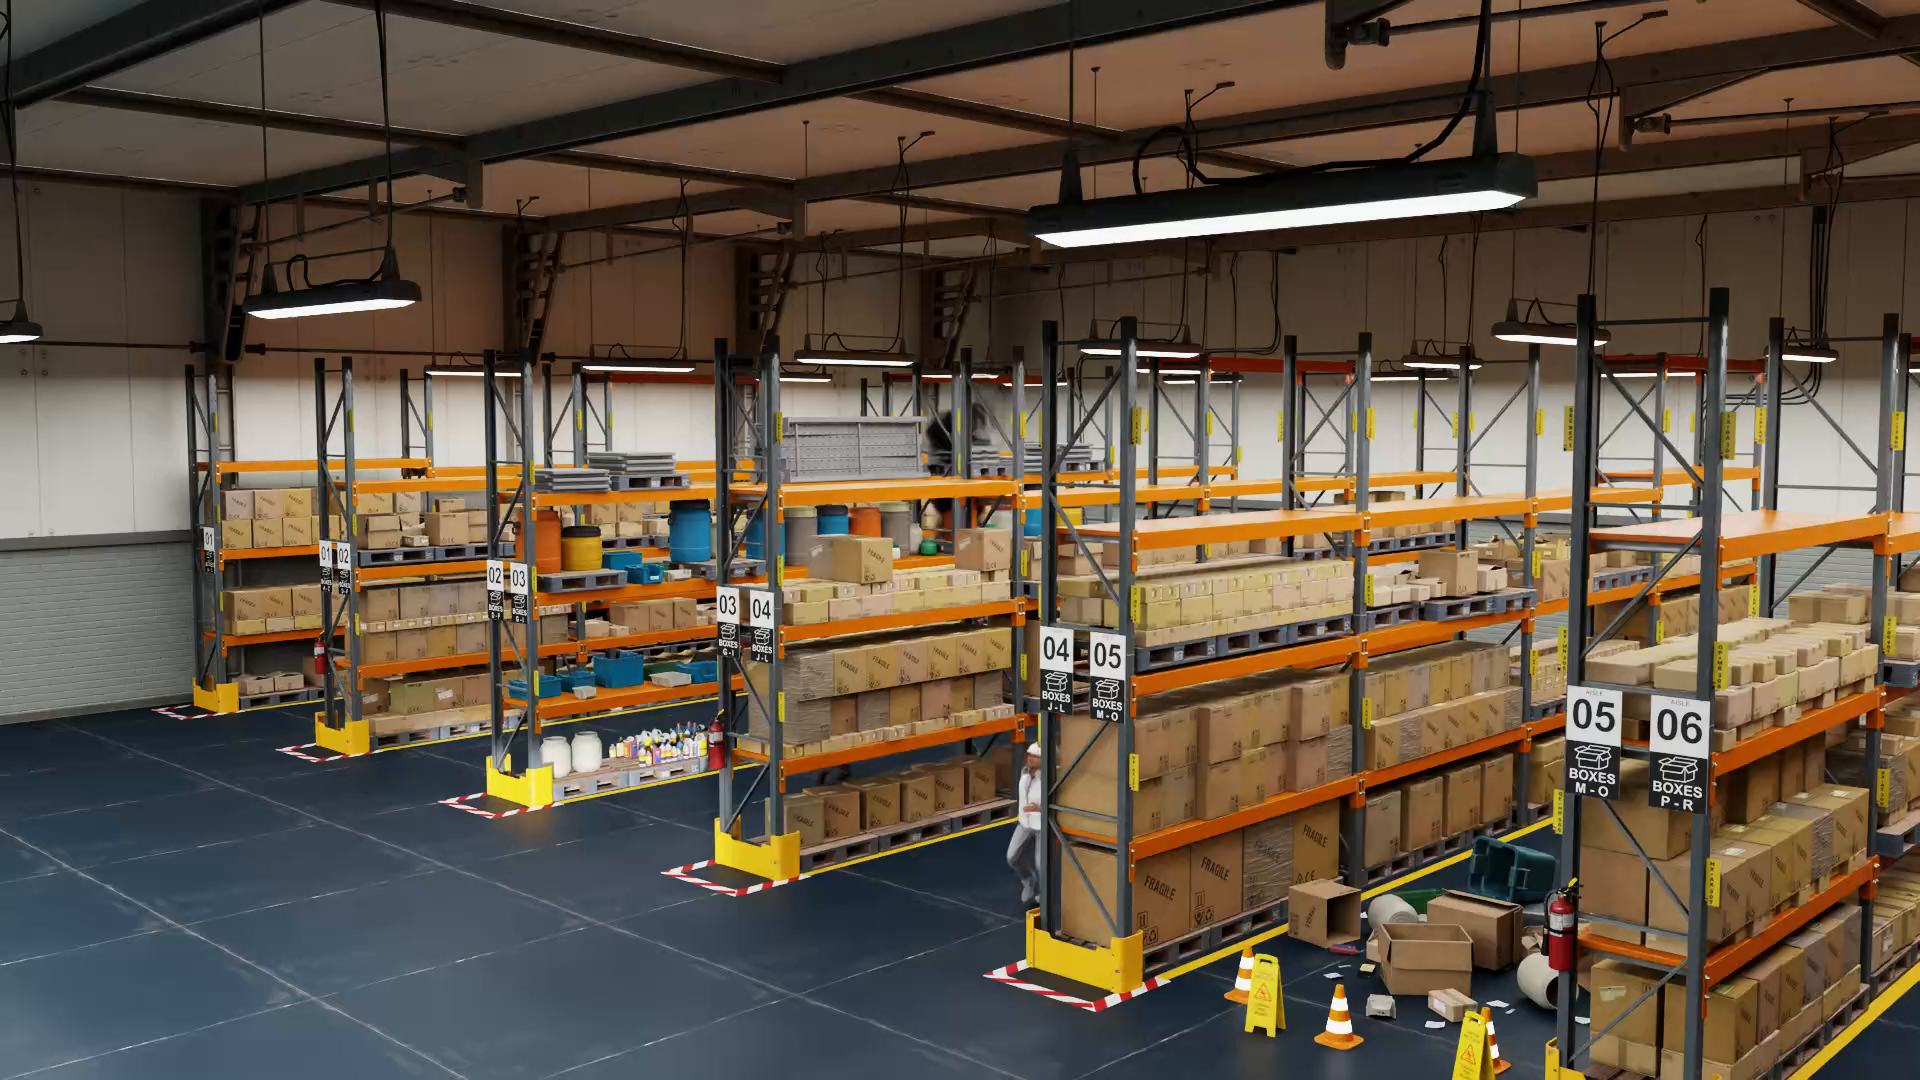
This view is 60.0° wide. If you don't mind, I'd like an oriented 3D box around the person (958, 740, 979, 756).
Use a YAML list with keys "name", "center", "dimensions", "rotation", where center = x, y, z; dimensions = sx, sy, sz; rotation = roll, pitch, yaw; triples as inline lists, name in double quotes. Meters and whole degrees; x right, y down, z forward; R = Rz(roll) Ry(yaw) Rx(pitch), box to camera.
- name: "person"
  center: [0.065, 2.525, 23.926]
  dimensions: [0.565, 1.617, 0.778]
  rotation: [3, 5, 33]

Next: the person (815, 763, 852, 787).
- name: "person"
  center: [-1.744, 2.561, 22.977]
  dimensions: [0.641, 1.742, 0.781]
  rotation: [3, 5, 31]

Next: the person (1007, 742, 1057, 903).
- name: "person"
  center: [0.801, 2.955, 17.325]
  dimensions: [0.652, 1.730, 0.701]
  rotation: [3, 6, 37]
